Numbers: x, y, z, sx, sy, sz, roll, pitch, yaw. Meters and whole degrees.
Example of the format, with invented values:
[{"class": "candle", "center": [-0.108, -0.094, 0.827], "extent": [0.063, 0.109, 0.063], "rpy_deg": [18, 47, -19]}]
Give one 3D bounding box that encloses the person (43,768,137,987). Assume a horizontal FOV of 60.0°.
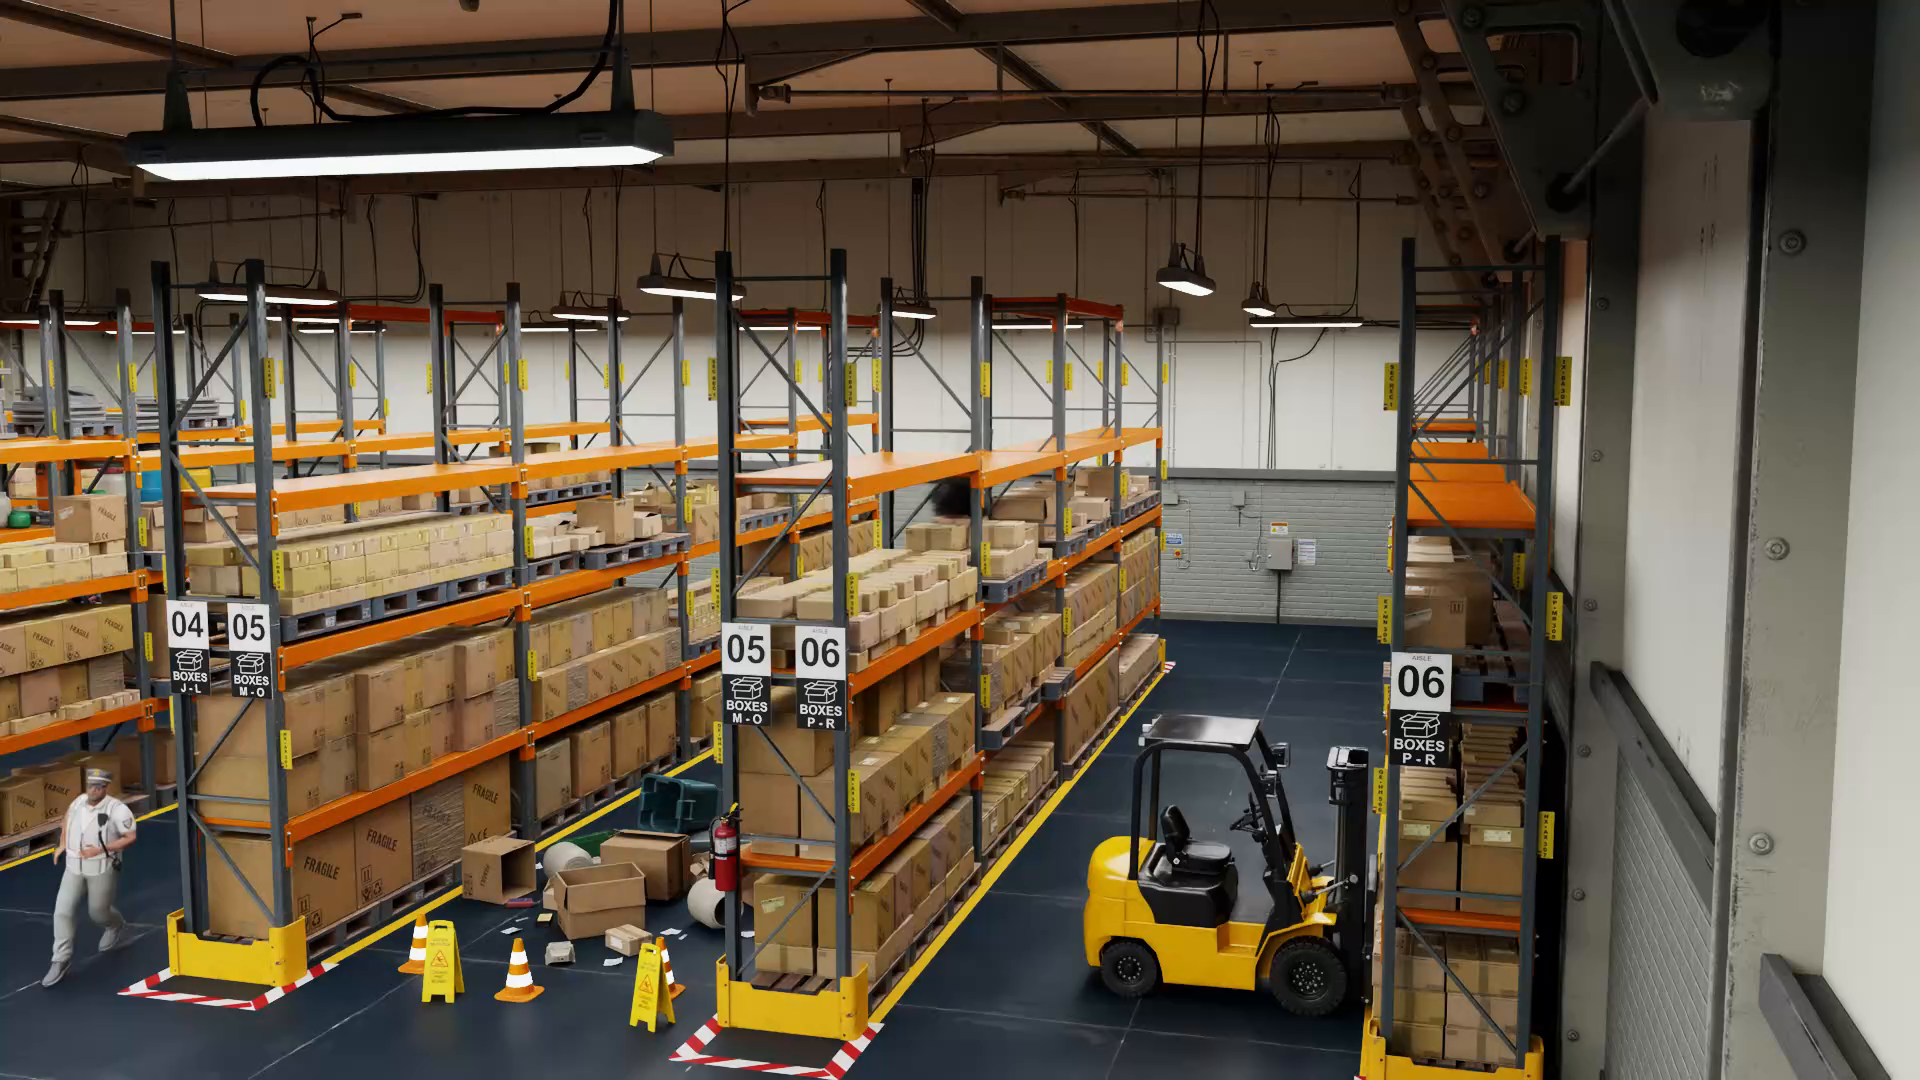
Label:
[{"class": "person", "center": [-7.376, 2.801, 14.222], "extent": [0.703, 1.772, 0.947], "rpy_deg": [0, 6, 0]}]
